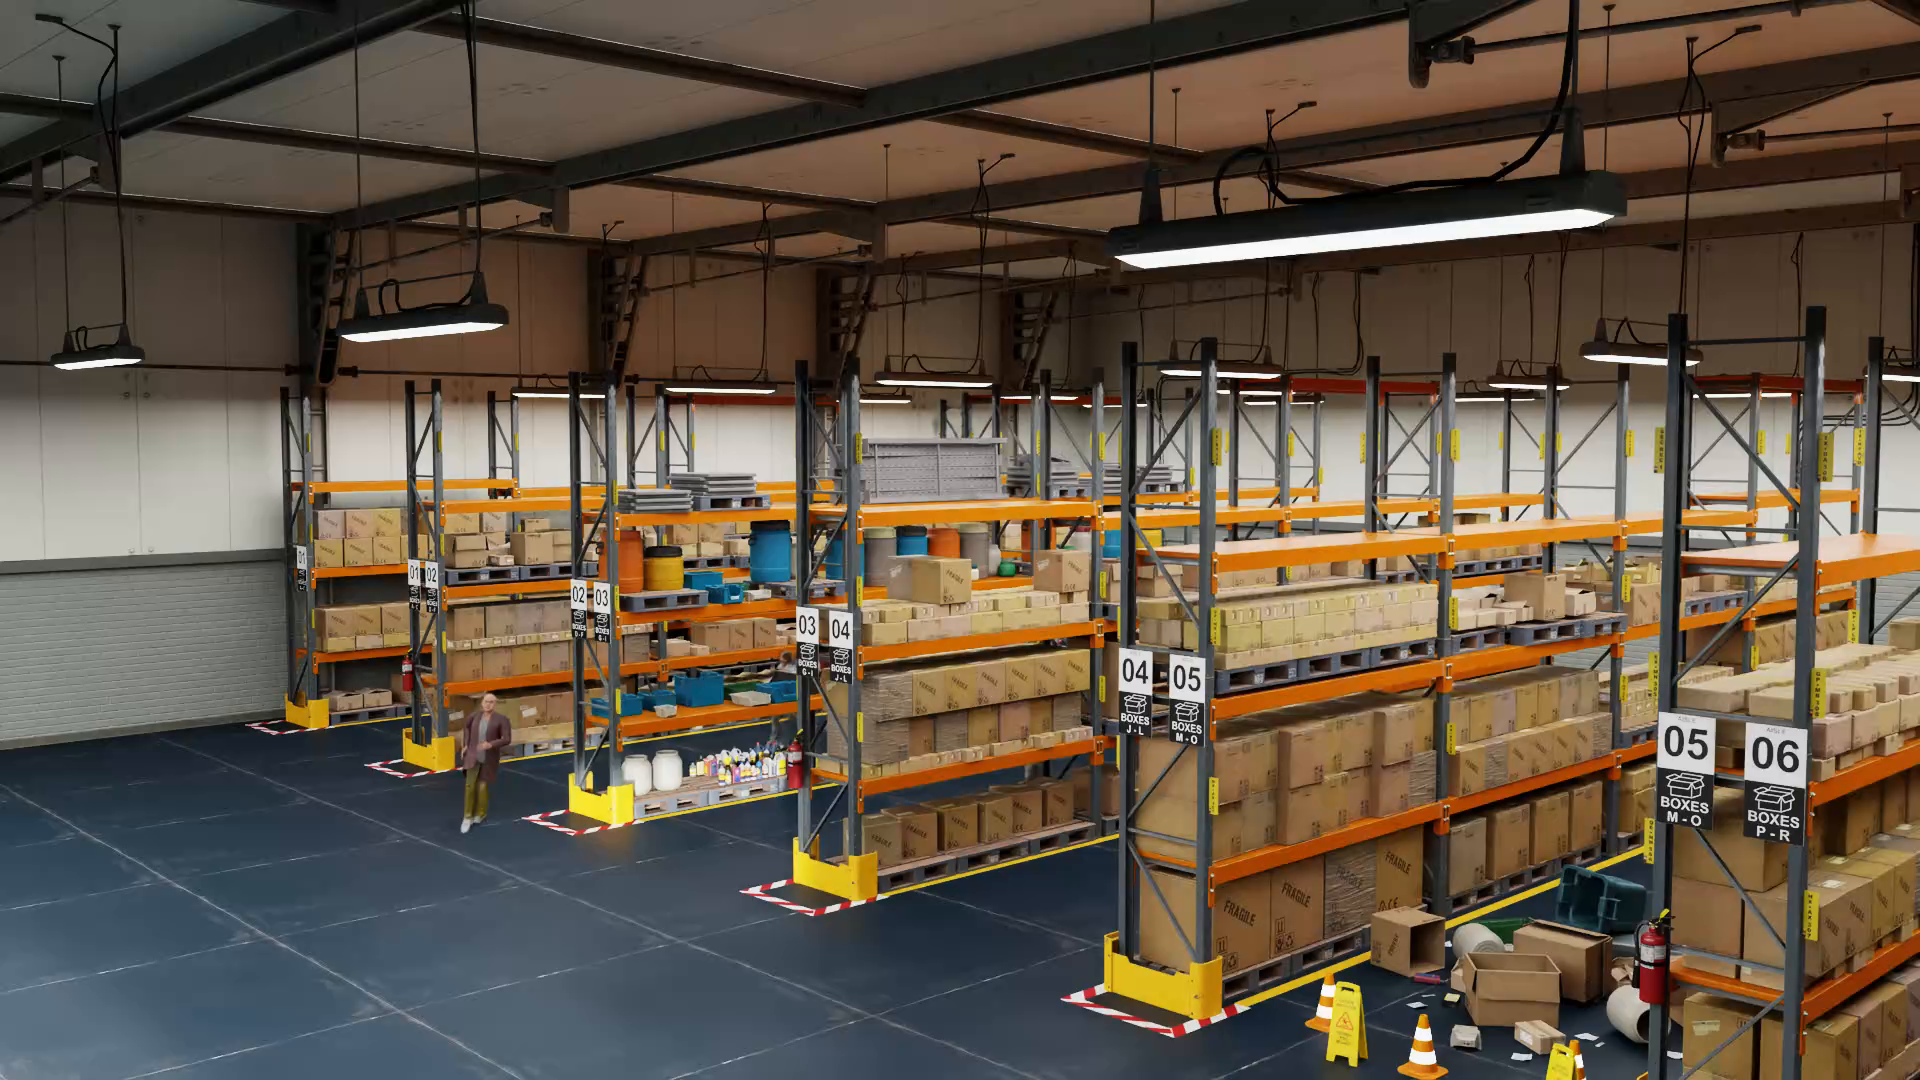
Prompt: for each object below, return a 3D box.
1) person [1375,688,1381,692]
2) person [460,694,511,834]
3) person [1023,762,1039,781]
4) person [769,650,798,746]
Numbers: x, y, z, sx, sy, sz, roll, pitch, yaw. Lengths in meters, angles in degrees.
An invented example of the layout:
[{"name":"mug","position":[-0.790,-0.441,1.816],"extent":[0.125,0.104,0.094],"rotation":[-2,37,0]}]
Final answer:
[{"name":"person","position":[5.657,2.842,22.921],"extent":[0.638,1.738,0.686],"rotation":[3,4,35]},{"name":"person","position":[-6.197,2.882,21.733],"extent":[0.678,1.752,0.795],"rotation":[0,4,-5]},{"name":"person","position":[0.987,2.777,23.027],"extent":[0.701,1.765,0.917],"rotation":[3,5,36]},{"name":"person","position":[-2.851,2.609,27.257],"extent":[0.517,1.630,0.784],"rotation":[3,4,36]}]
